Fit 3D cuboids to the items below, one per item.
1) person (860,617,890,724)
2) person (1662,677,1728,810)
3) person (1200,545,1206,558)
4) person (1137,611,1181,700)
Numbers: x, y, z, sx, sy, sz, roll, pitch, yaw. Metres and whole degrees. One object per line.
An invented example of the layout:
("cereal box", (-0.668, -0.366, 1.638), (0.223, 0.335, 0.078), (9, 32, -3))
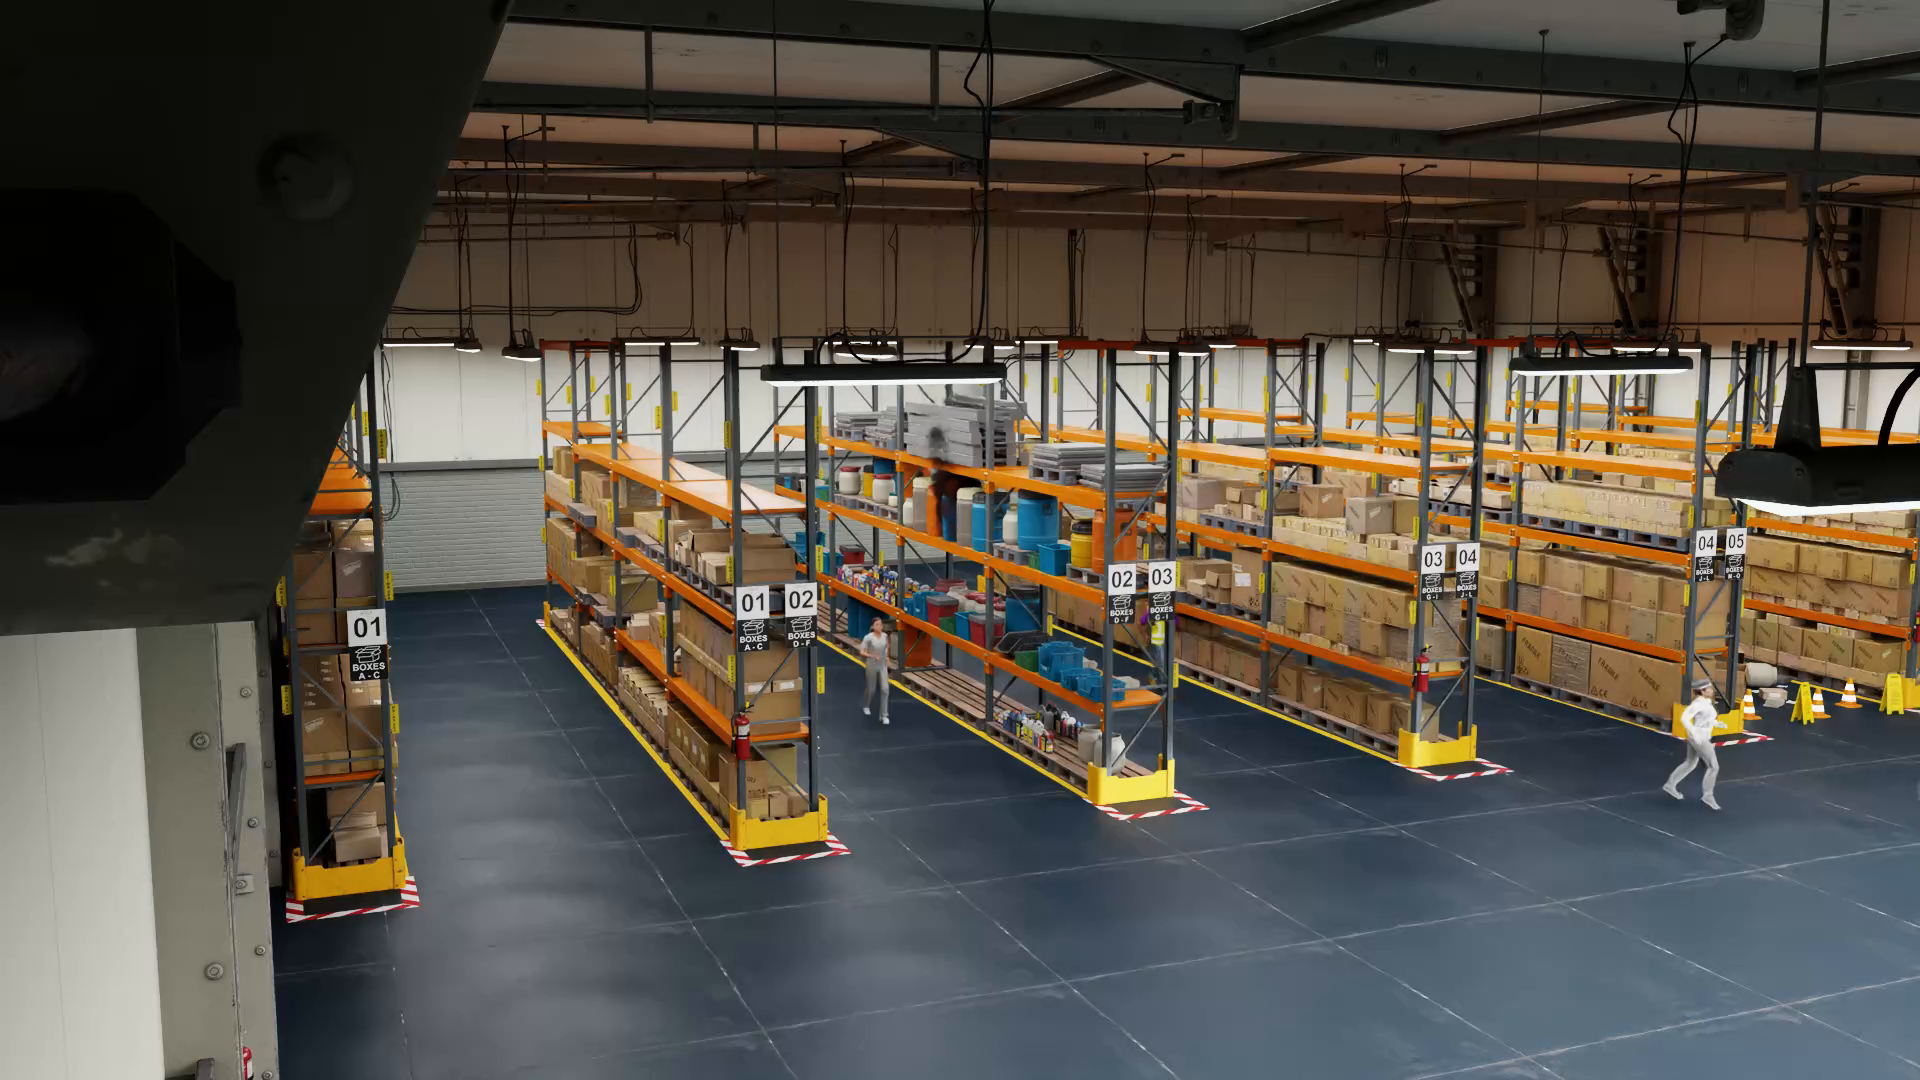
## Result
("person", (-1.330, 2.040, 26.468), (0.575, 1.658, 0.897), (-4, 8, -26))
("person", (9.685, 2.655, 21.901), (0.751, 1.753, 0.595), (3, 8, 23))
("person", (6.088, 0.048, 41.730), (0.591, 1.720, 0.692), (-3, 8, -25))
("person", (3.442, 1.763, 28.224), (0.700, 1.754, 0.989), (-4, 9, -31))
